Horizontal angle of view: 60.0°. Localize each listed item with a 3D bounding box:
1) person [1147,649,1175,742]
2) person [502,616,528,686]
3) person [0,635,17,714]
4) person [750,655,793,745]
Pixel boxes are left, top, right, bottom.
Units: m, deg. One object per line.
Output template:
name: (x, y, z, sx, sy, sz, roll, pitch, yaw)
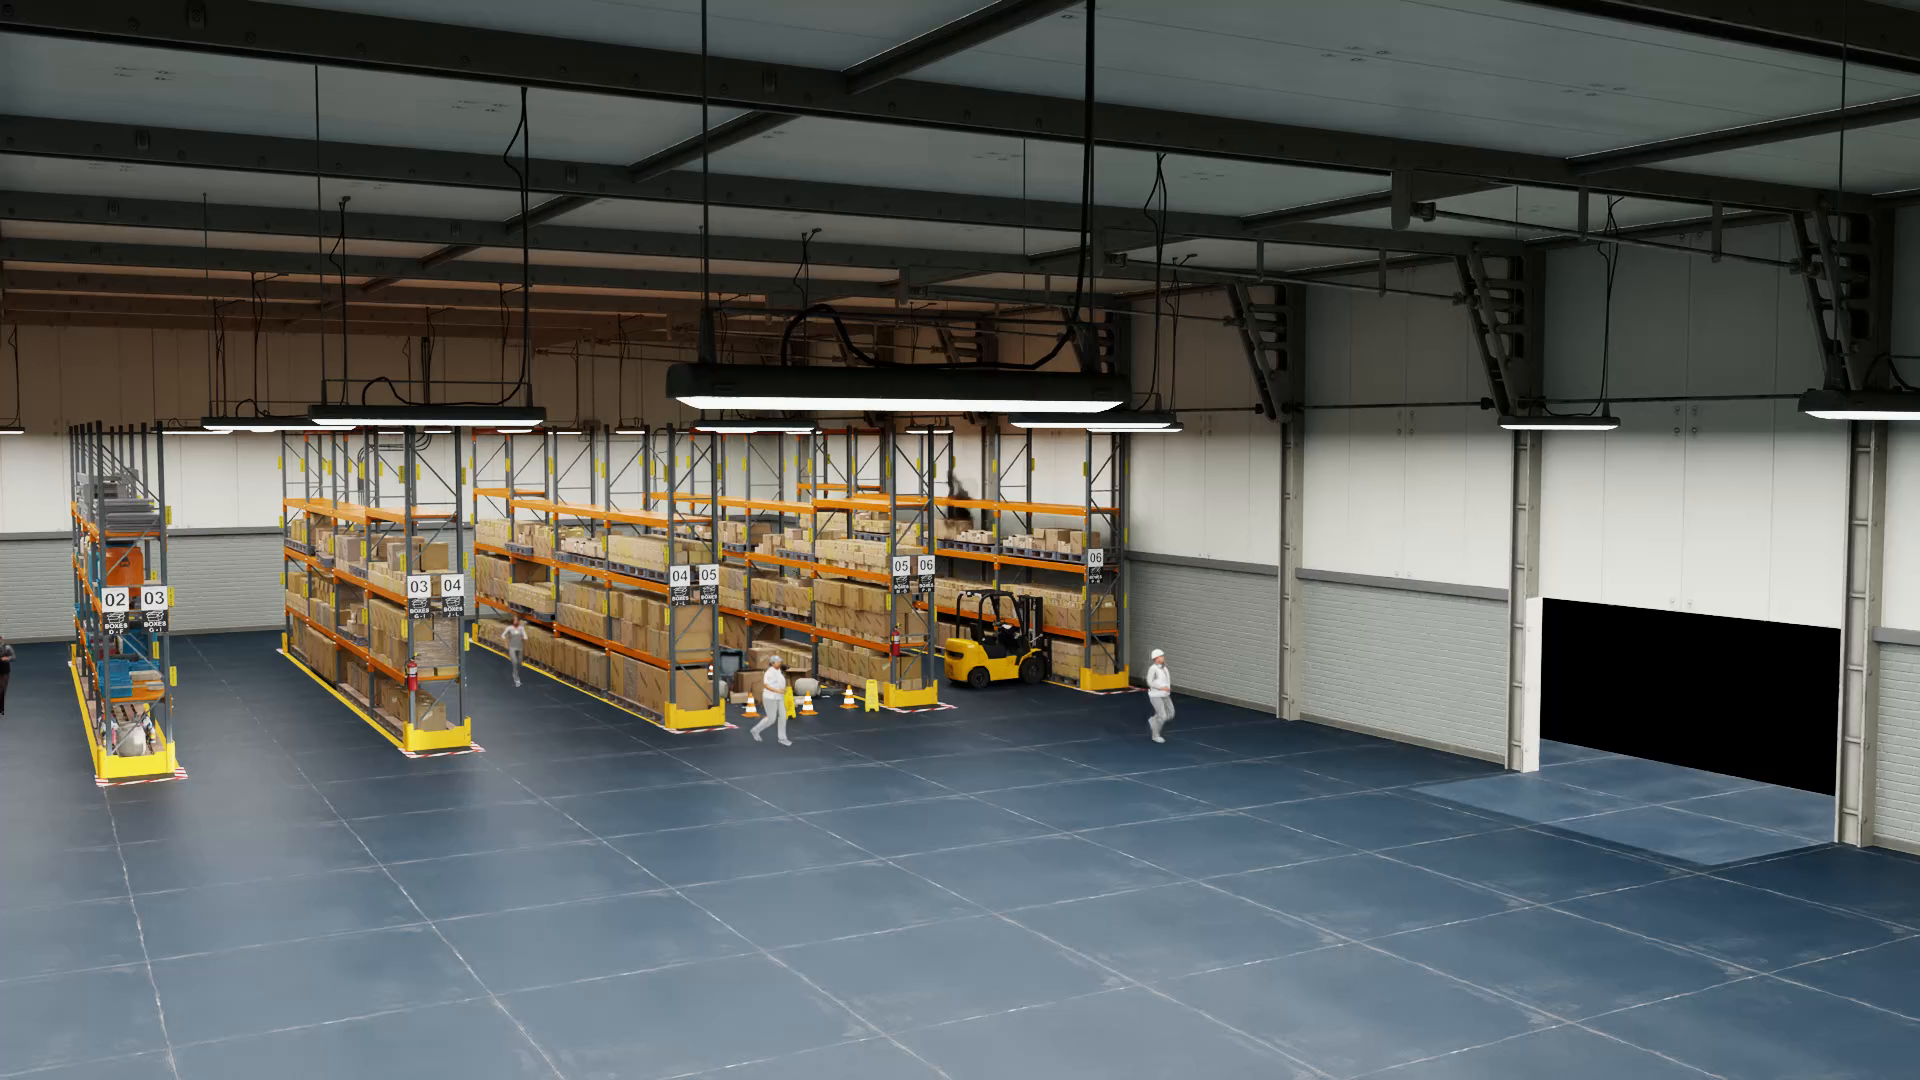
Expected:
person: (3.769, 2.923, 31.304, 0.591, 1.736, 0.697, 3, 4, 37)
person: (-10.255, 2.541, 38.375, 0.537, 1.570, 0.893, -2, 4, -31)
person: (-19.582, 2.777, 33.901, 0.630, 1.785, 0.789, -2, 4, -34)
person: (-3.501, 2.984, 31.017, 0.804, 1.682, 0.628, 1, 4, 19)
